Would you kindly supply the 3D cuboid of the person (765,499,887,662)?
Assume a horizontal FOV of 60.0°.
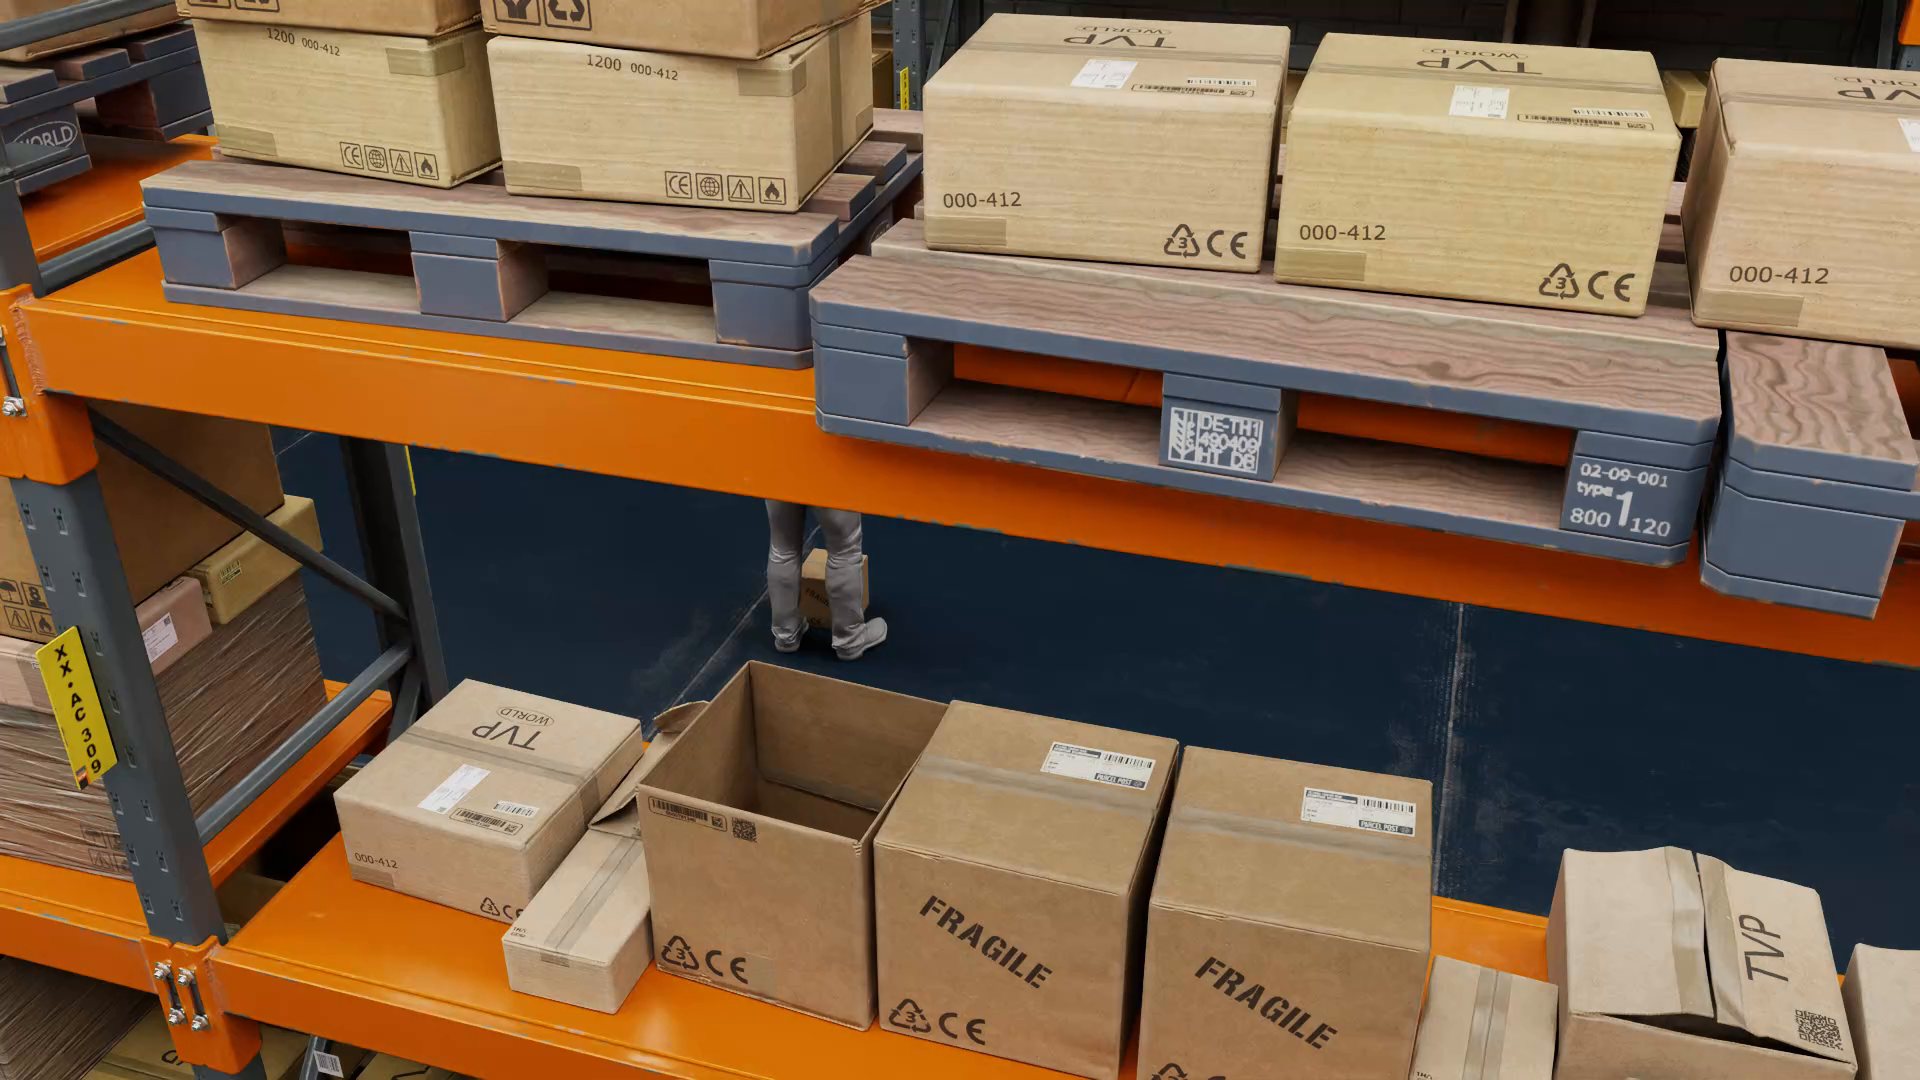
[{"bbox_3d":[-0.608,-0.332,6.706,0.626,1.760,0.461,9,30,15],"label":"person"}]
